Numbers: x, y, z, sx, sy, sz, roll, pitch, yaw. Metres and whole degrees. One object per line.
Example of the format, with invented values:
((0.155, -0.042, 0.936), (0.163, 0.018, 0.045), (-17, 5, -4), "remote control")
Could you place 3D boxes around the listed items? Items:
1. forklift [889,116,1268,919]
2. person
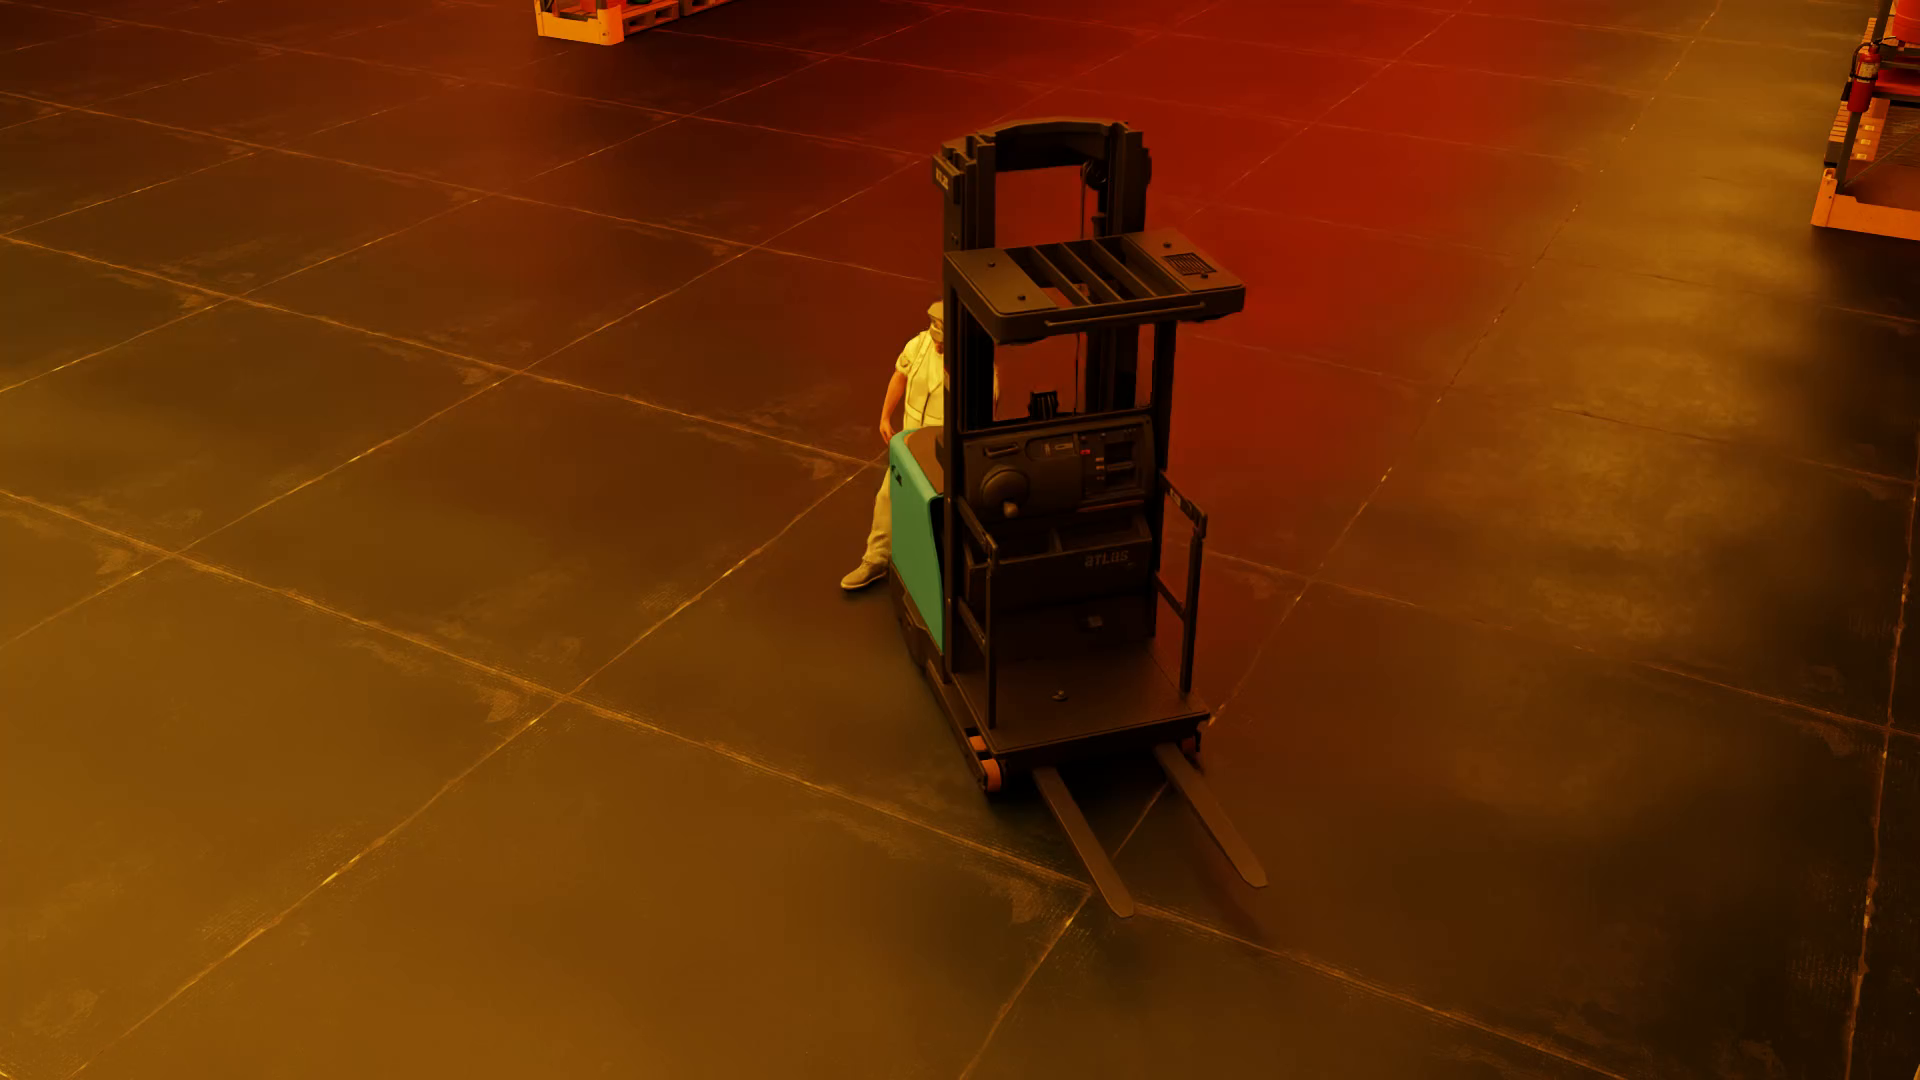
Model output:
((0.533, -0.288, 7.570), (1.130, 2.935, 3.031), (-9, 31, -15), "forklift")
((-0.198, -0.493, 9.244), (0.782, 1.638, 0.868), (17, 34, 27), "person")
